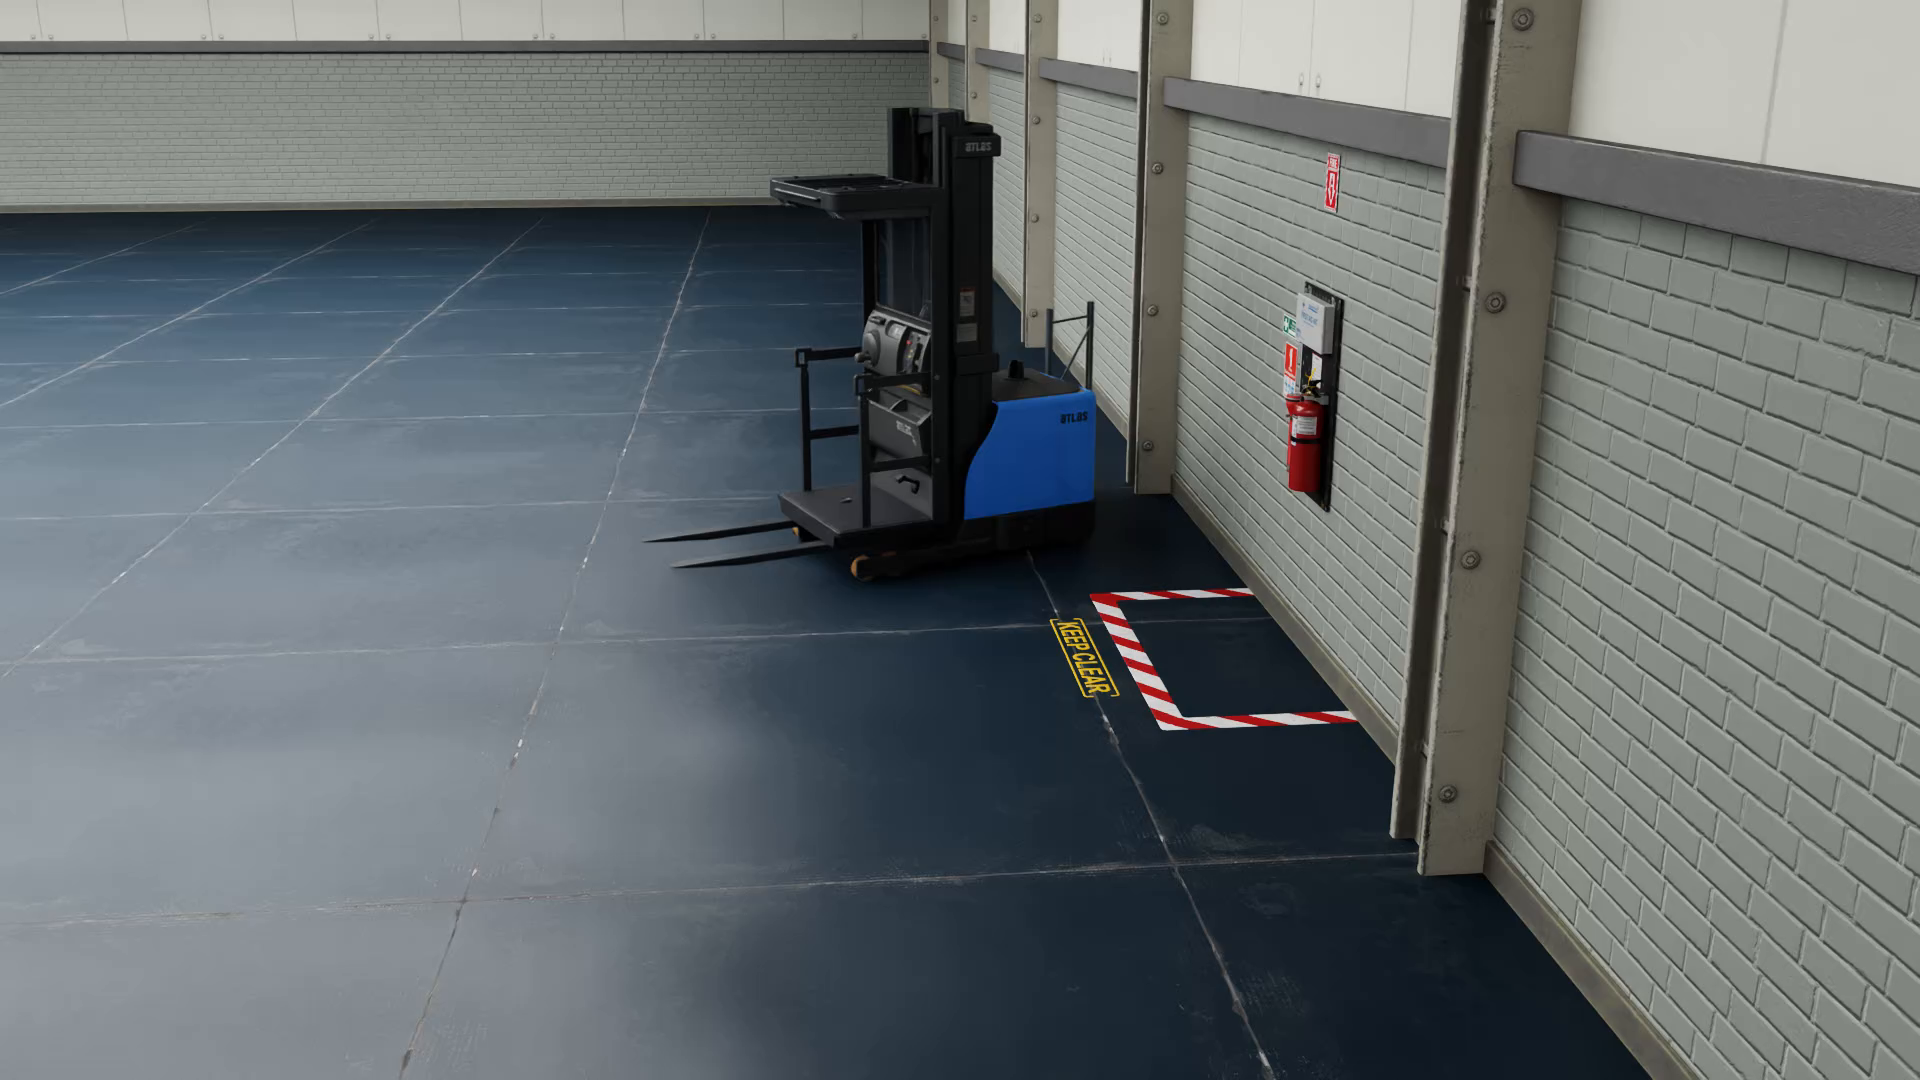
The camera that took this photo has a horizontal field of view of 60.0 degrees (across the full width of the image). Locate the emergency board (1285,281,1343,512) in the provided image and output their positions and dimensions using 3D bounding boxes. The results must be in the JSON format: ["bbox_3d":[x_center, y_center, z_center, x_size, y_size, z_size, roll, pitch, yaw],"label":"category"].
[{"bbox_3d":[1.888,-0.797,9.209,0.194,1.169,0.643,-2,18,-6],"label":"emergency board"}]

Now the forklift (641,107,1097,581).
[{"bbox_3d":[-0.602,-1.309,10.953,3.031,2.935,1.130,-9,19,-26],"label":"forklift"}]

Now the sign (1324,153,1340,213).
[{"bbox_3d":[1.986,-1.909,8.879,0.001,0.298,0.199,-2,18,-6],"label":"sign"}]

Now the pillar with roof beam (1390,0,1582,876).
[{"bbox_3d":[-2.177,-2.789,5.538,9.100,9.000,0.400,-2,18,-6],"label":"pillar with roof beam"}]

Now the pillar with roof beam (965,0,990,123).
[{"bbox_3d":[-4.034,-8.152,22.620,9.100,9.000,0.400,-2,18,-6],"label":"pillar with roof beam"}]

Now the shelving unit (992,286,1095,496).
[{"bbox_3d":[0.450,-1.102,12.683,1.083,1.500,0.587,17,24,42],"label":"shelving unit"}]

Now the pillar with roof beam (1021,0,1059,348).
[{"bbox_3d":[-3.415,-6.364,16.926,9.100,9.000,0.400,-2,18,-6],"label":"pillar with roof beam"}]

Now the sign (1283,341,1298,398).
[{"bbox_3d":[1.934,-0.982,9.739,0.001,0.329,0.234,-2,18,-6],"label":"sign"}]

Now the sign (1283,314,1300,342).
[{"bbox_3d":[1.925,-1.234,9.654,0.001,0.109,0.331,-2,18,-6],"label":"sign"}]

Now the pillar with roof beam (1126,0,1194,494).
[{"bbox_3d":[-2.796,-4.577,11.232,9.100,9.000,0.400,-2,18,-6],"label":"pillar with roof beam"}]

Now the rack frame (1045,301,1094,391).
[{"bbox_3d":[0.805,-0.997,12.348,0.032,1.500,0.500,17,24,42],"label":"rack frame"}]

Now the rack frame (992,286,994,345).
[{"bbox_3d":[0.083,-1.211,13.030,0.032,1.500,0.500,17,24,42],"label":"rack frame"}]

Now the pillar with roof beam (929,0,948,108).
[{"bbox_3d":[-4.652,-9.940,28.314,9.100,9.000,0.400,-2,18,-6],"label":"pillar with roof beam"}]
